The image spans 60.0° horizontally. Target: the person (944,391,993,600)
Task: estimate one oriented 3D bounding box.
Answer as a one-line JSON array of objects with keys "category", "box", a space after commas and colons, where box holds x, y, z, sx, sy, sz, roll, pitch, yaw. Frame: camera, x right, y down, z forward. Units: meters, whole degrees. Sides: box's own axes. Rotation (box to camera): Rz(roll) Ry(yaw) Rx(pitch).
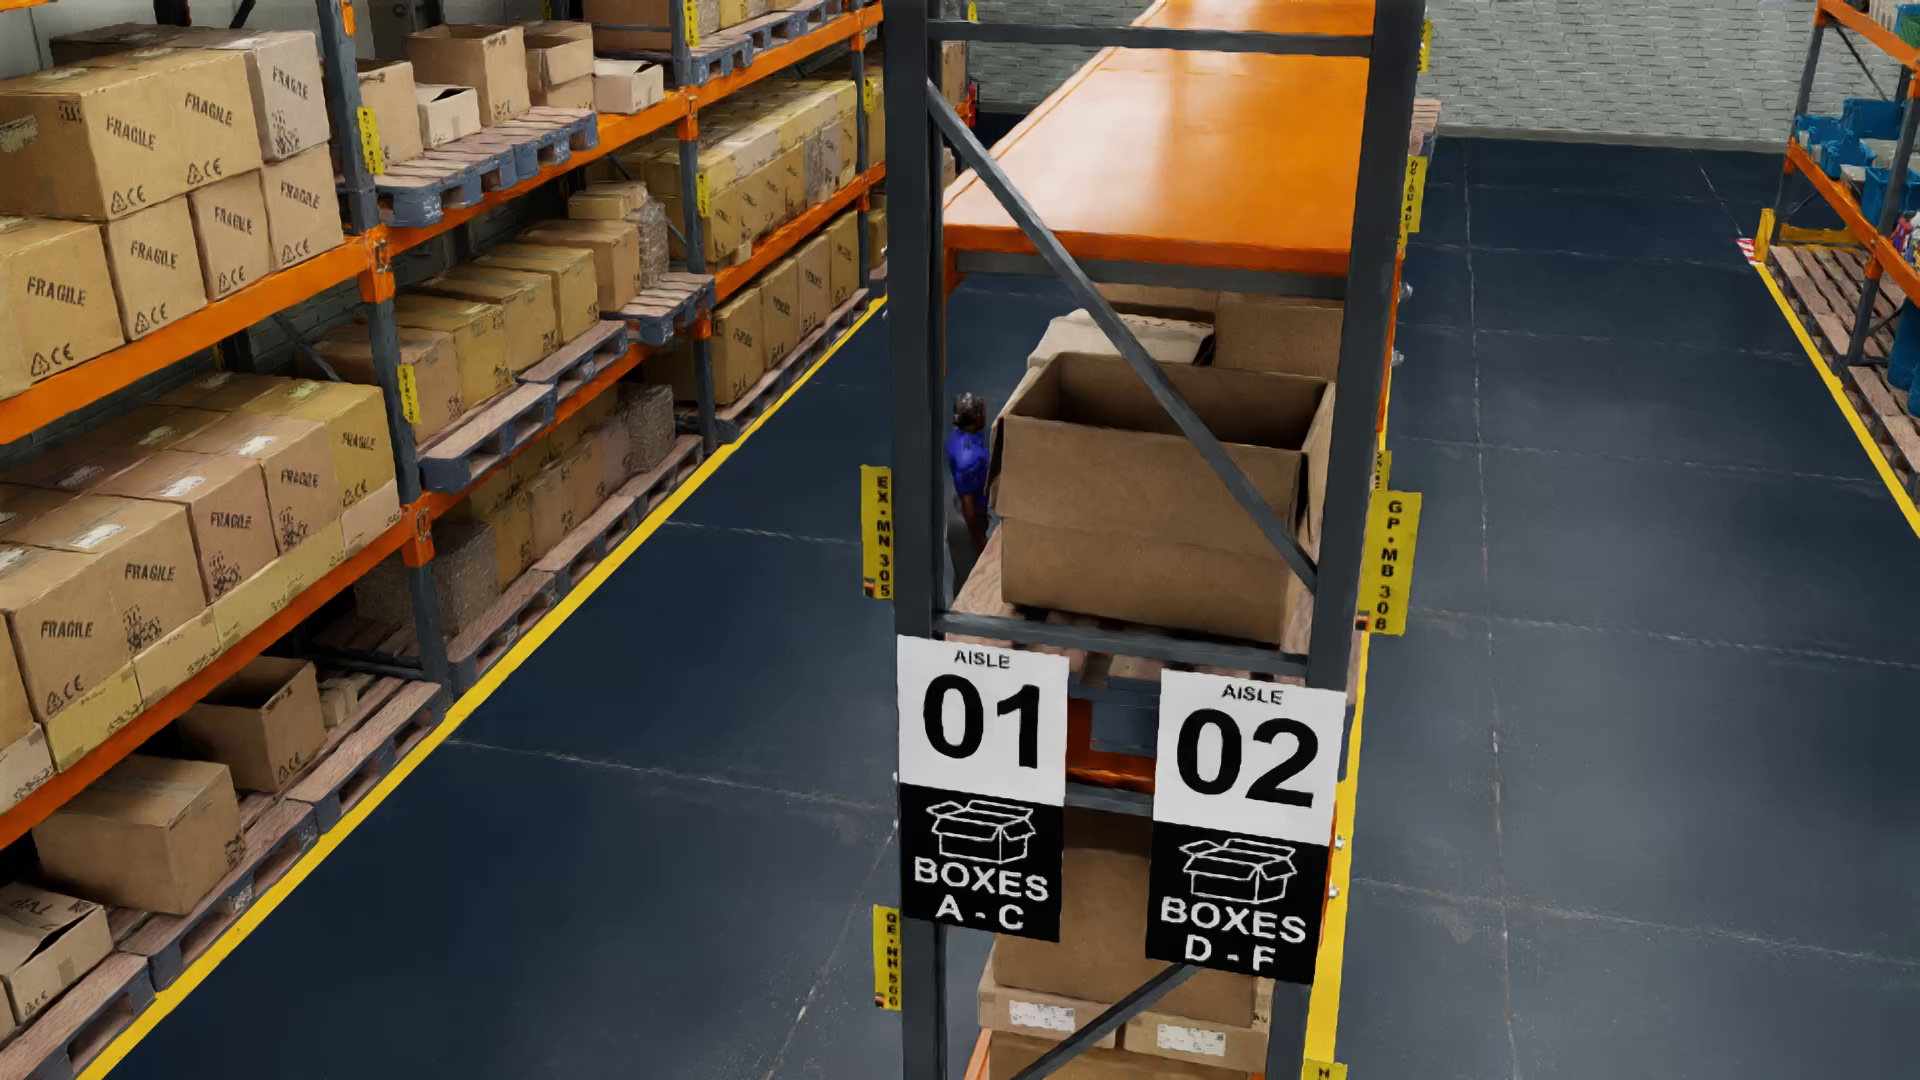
[{"category": "person", "box": [0.074, -0.073, 9.852, 0.372, 1.698, 0.497, -2, 26, -4]}]
